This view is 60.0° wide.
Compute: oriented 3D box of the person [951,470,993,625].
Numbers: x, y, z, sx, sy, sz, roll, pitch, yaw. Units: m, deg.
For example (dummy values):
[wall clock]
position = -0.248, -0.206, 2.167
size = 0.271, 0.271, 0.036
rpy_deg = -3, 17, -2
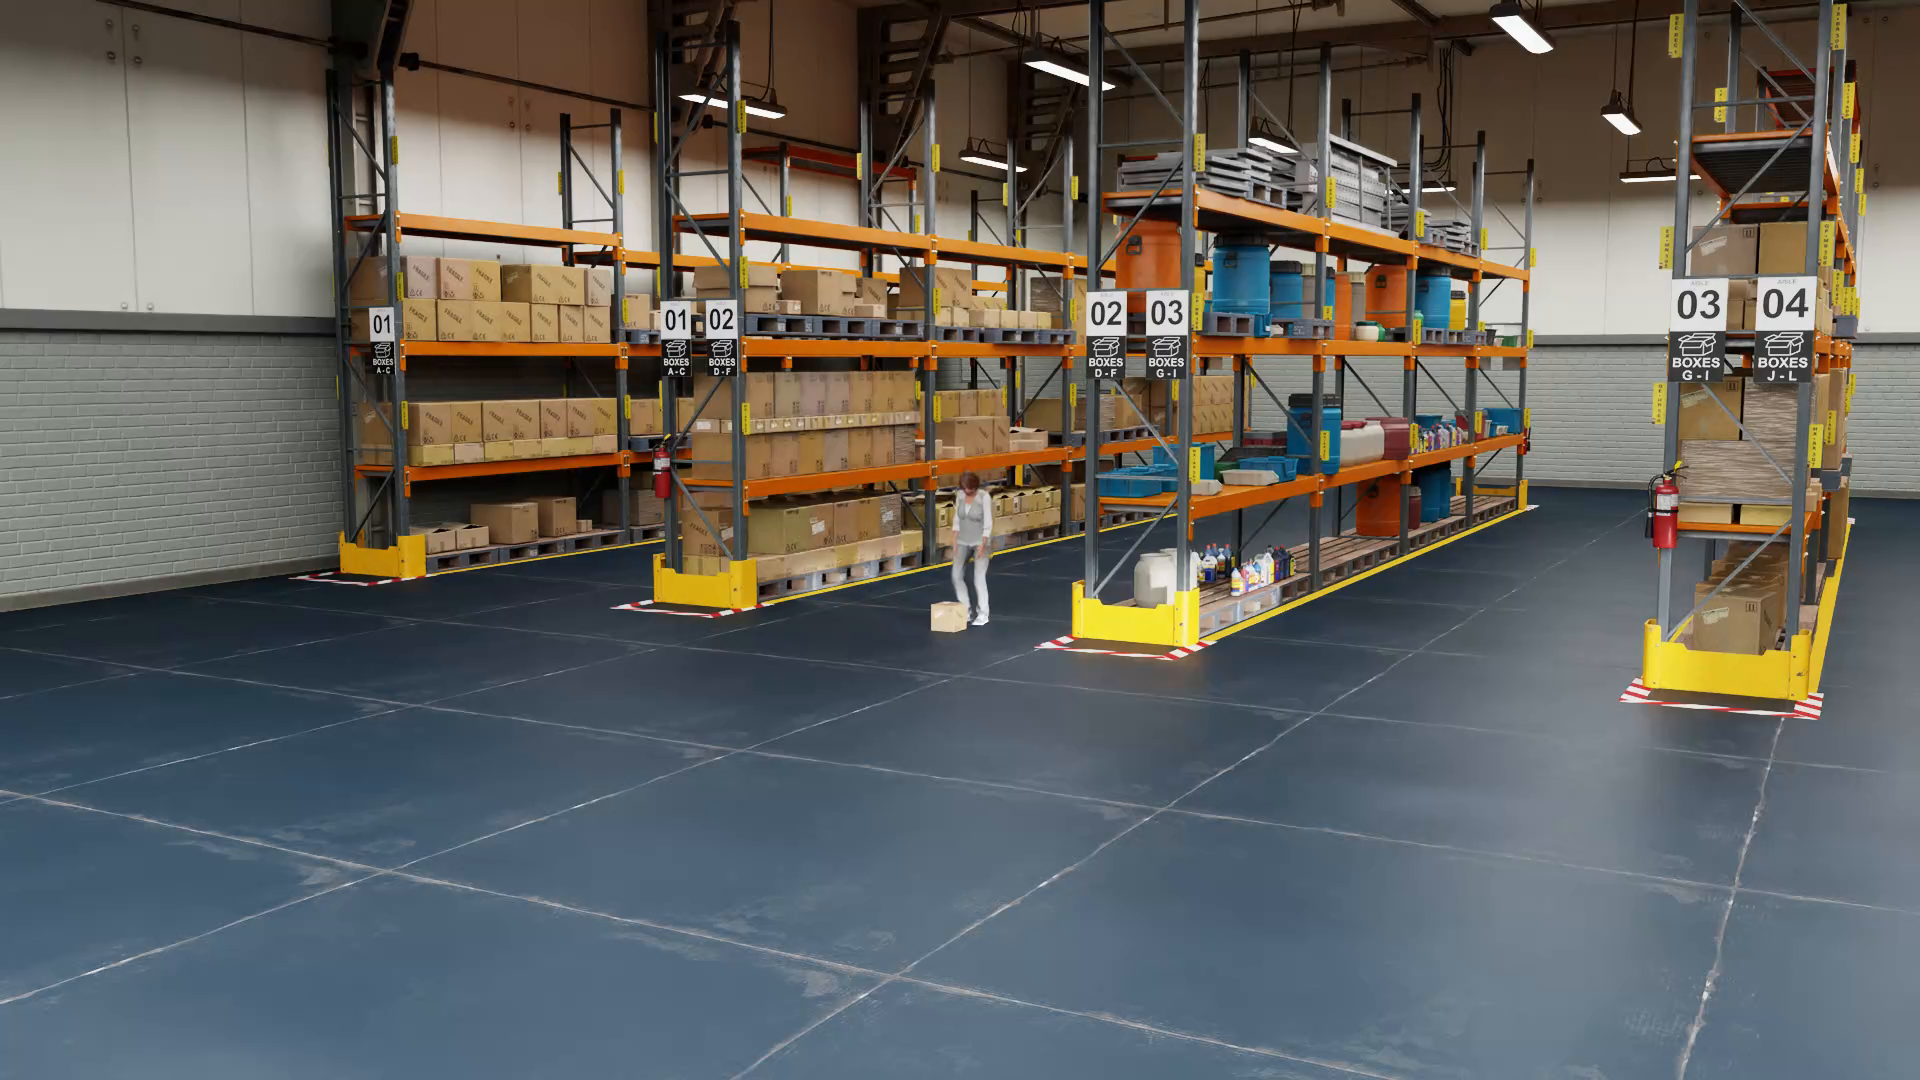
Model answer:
[person]
position = 0.134, 0.079, 16.278
size = 0.437, 1.511, 0.436
rpy_deg = 4, 7, 30
